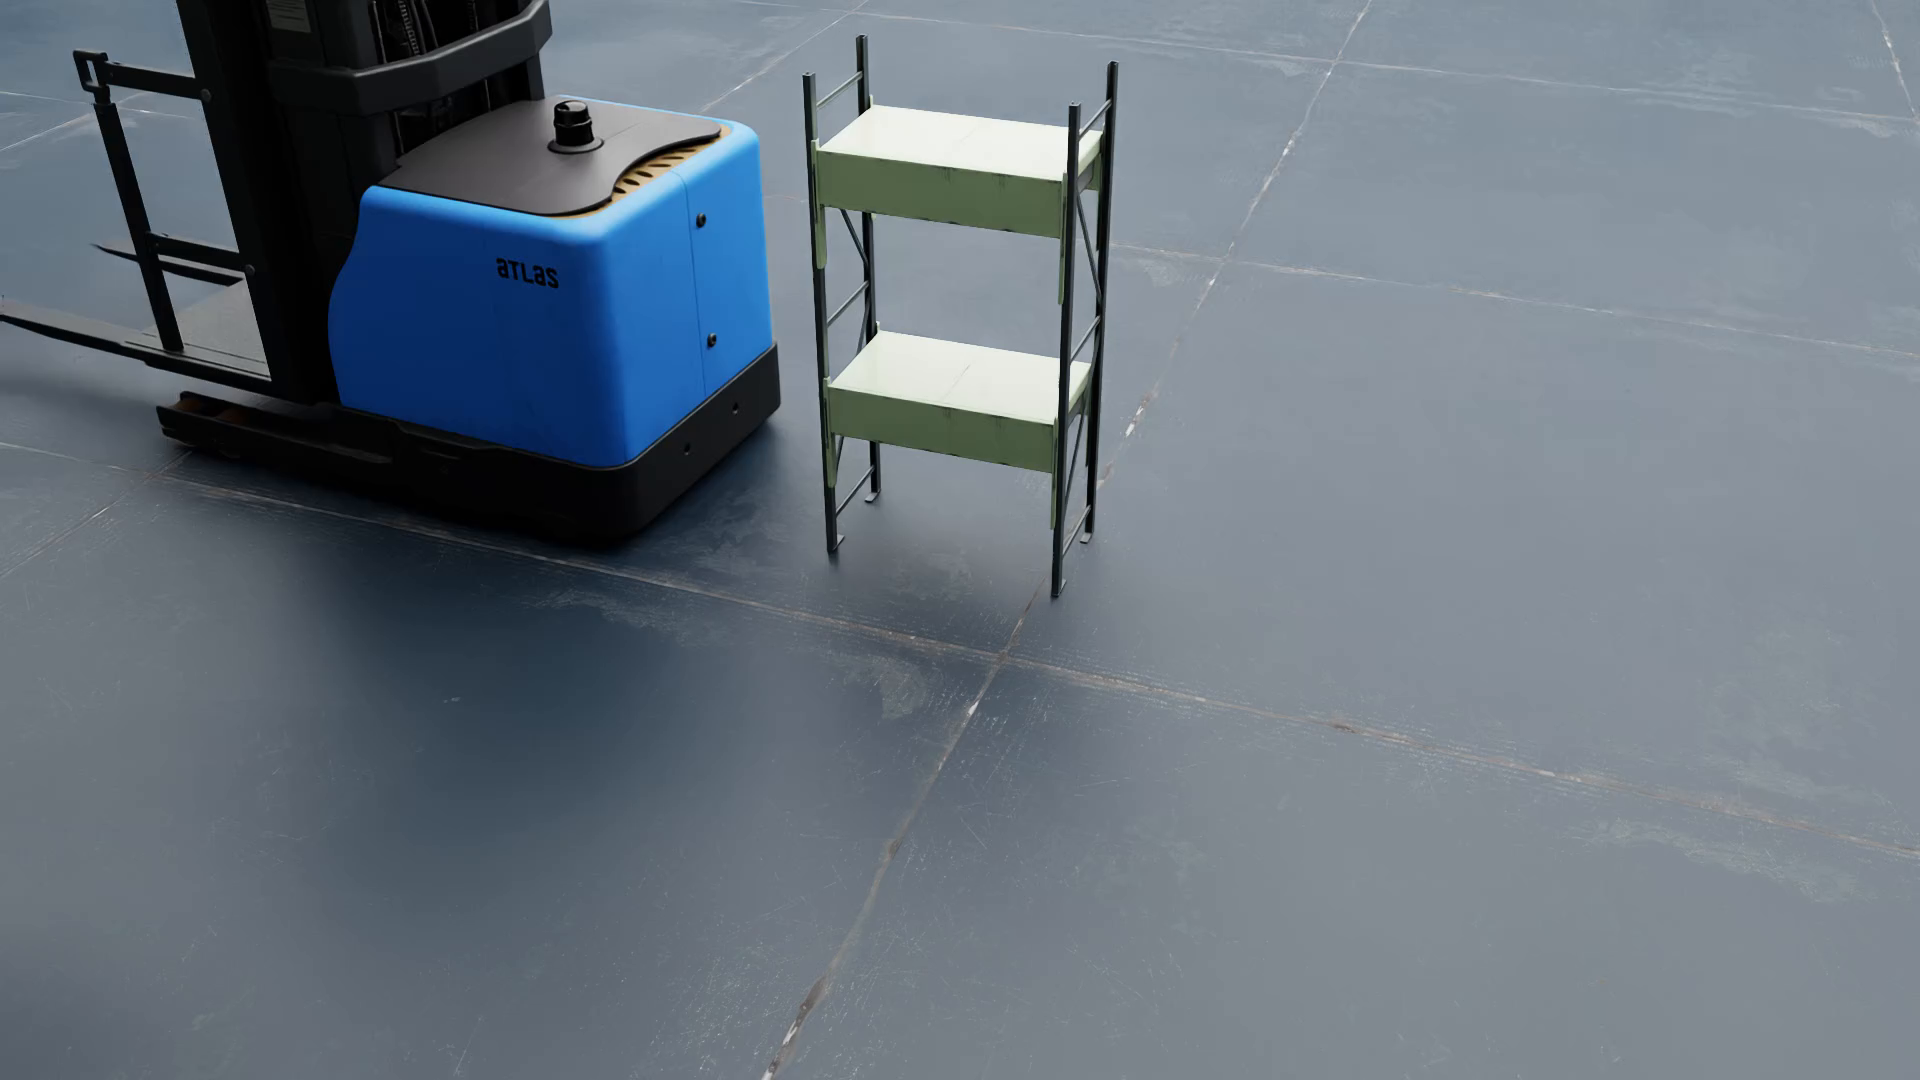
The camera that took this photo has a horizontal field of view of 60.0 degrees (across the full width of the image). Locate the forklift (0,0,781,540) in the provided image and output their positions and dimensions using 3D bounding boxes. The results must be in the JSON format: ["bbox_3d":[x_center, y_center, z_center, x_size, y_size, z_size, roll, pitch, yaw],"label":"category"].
[{"bbox_3d":[-2.194,-1.756,5.267,3.031,2.935,1.130,14,35,20],"label":"forklift"}]

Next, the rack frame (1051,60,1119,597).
[{"bbox_3d":[0.351,-0.562,4.738,0.023,1.500,0.400,11,34,16],"label":"rack frame"}]

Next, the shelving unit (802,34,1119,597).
[{"bbox_3d":[0.006,-0.629,4.841,0.755,1.500,0.431,11,34,16],"label":"shelving unit"}]

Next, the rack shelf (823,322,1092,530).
[{"bbox_3d":[0.006,-0.355,5.018,0.720,0.370,0.431,11,34,16],"label":"rack shelf"}]

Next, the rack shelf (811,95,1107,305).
[{"bbox_3d":[0.006,-0.957,4.630,0.720,0.370,0.431,11,34,16],"label":"rack shelf"}]

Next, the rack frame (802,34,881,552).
[{"bbox_3d":[-0.338,-0.696,4.945,0.023,1.500,0.400,11,34,16],"label":"rack frame"}]
